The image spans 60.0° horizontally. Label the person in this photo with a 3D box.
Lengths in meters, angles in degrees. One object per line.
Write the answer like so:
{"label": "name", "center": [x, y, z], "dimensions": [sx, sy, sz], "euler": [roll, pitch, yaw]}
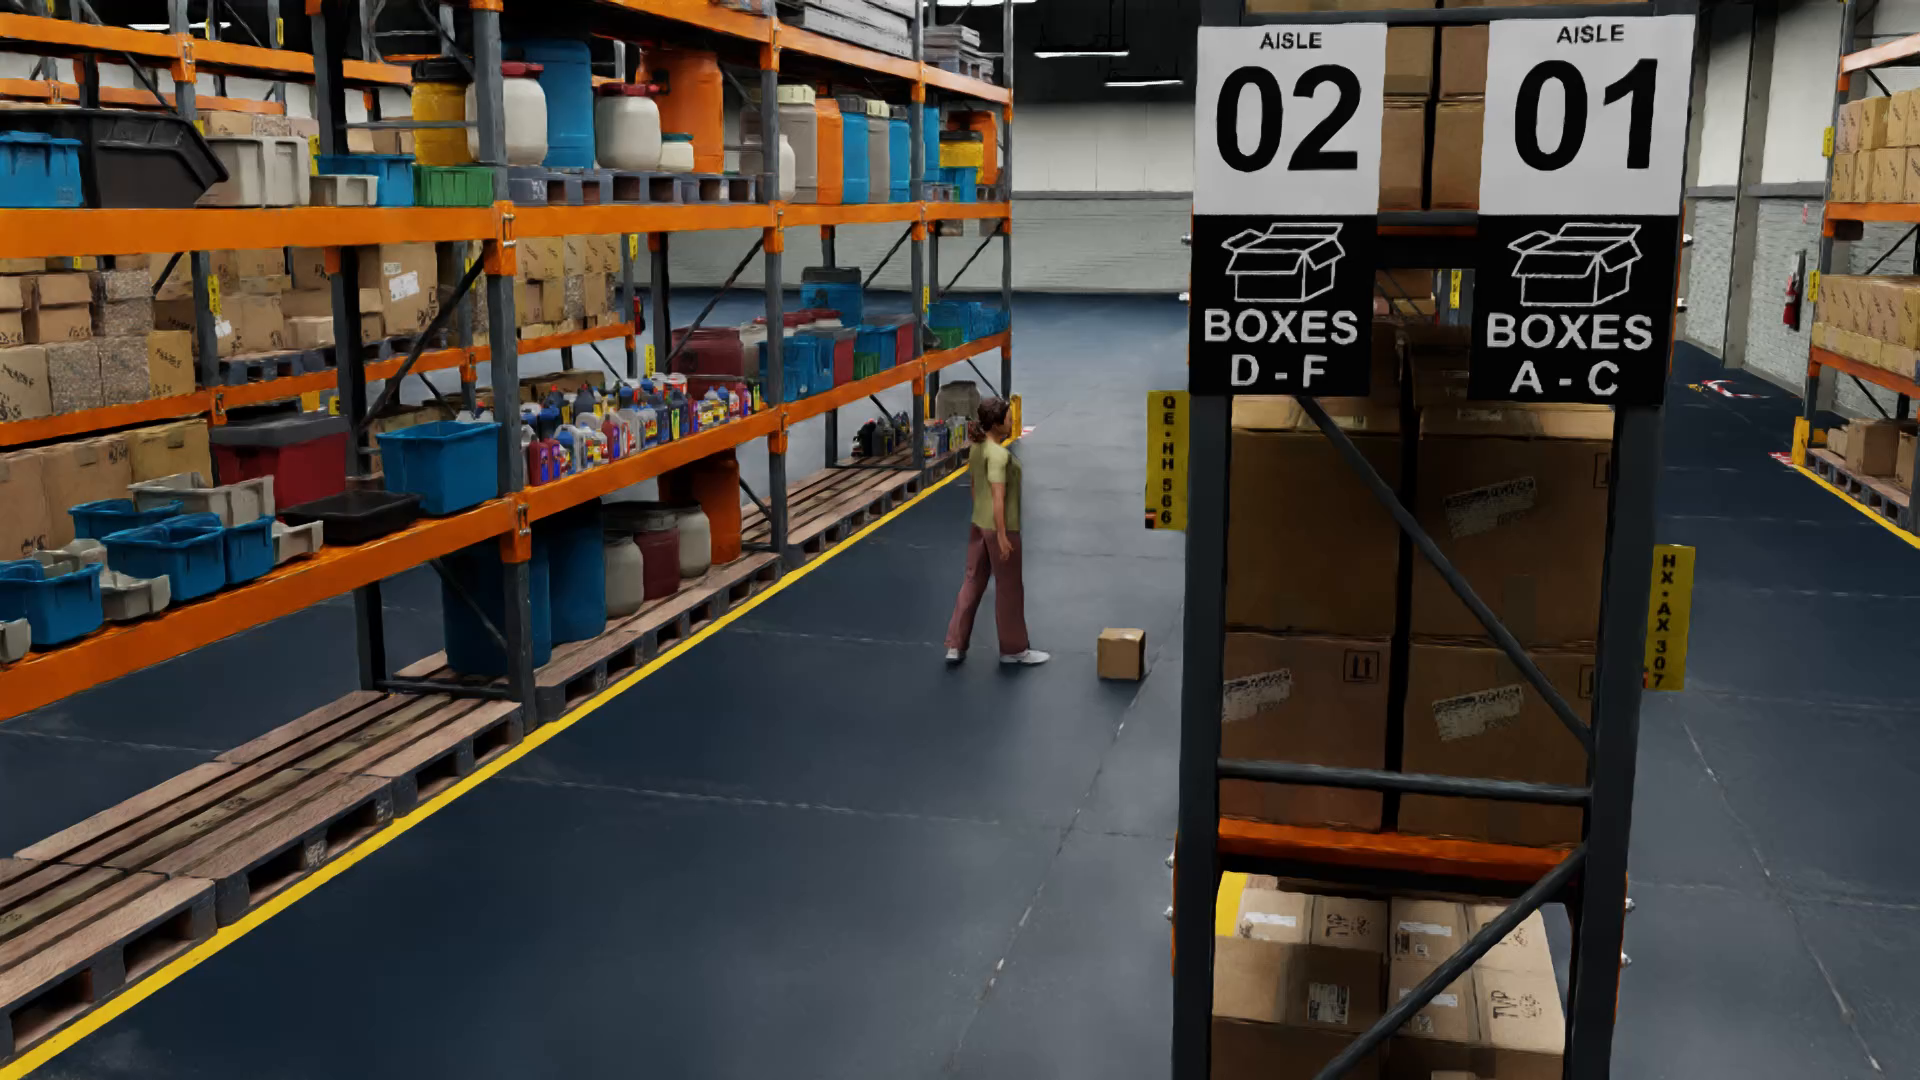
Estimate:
{"label": "person", "center": [0.213, -0.052, 10.200], "dimensions": [0.639, 1.667, 0.513], "euler": [-6, 13, -27]}
